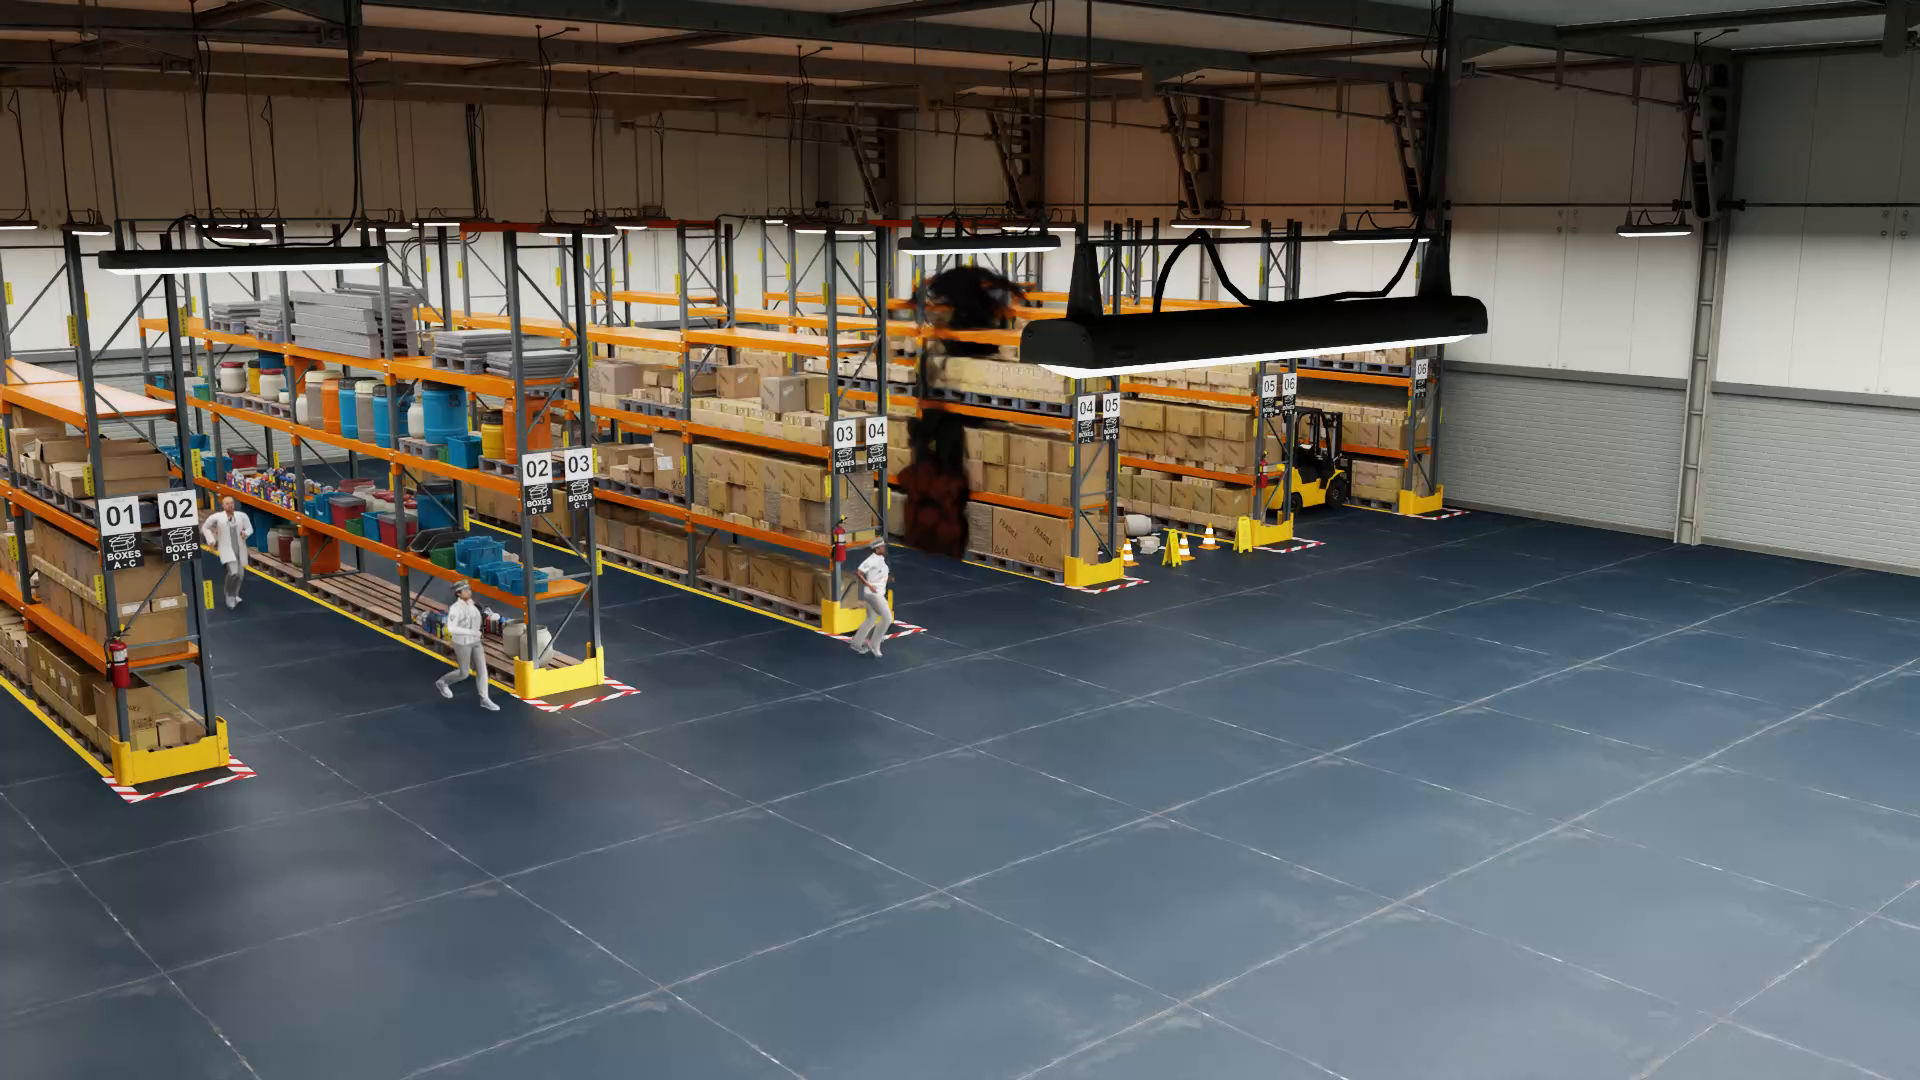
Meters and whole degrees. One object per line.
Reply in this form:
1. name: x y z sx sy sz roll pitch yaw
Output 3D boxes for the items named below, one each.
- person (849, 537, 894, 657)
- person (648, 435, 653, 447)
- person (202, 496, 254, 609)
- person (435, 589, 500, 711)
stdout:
1. person: -1.254 0.808 23.743 0.644 1.734 0.556 1 11 4
2. person: -6.382 -1.478 35.088 0.564 1.619 0.406 -9 15 -39
3. person: -11.556 0.198 26.429 0.745 1.783 0.683 11 16 44
4. person: -6.270 1.333 21.098 0.896 1.650 0.618 4 12 21
